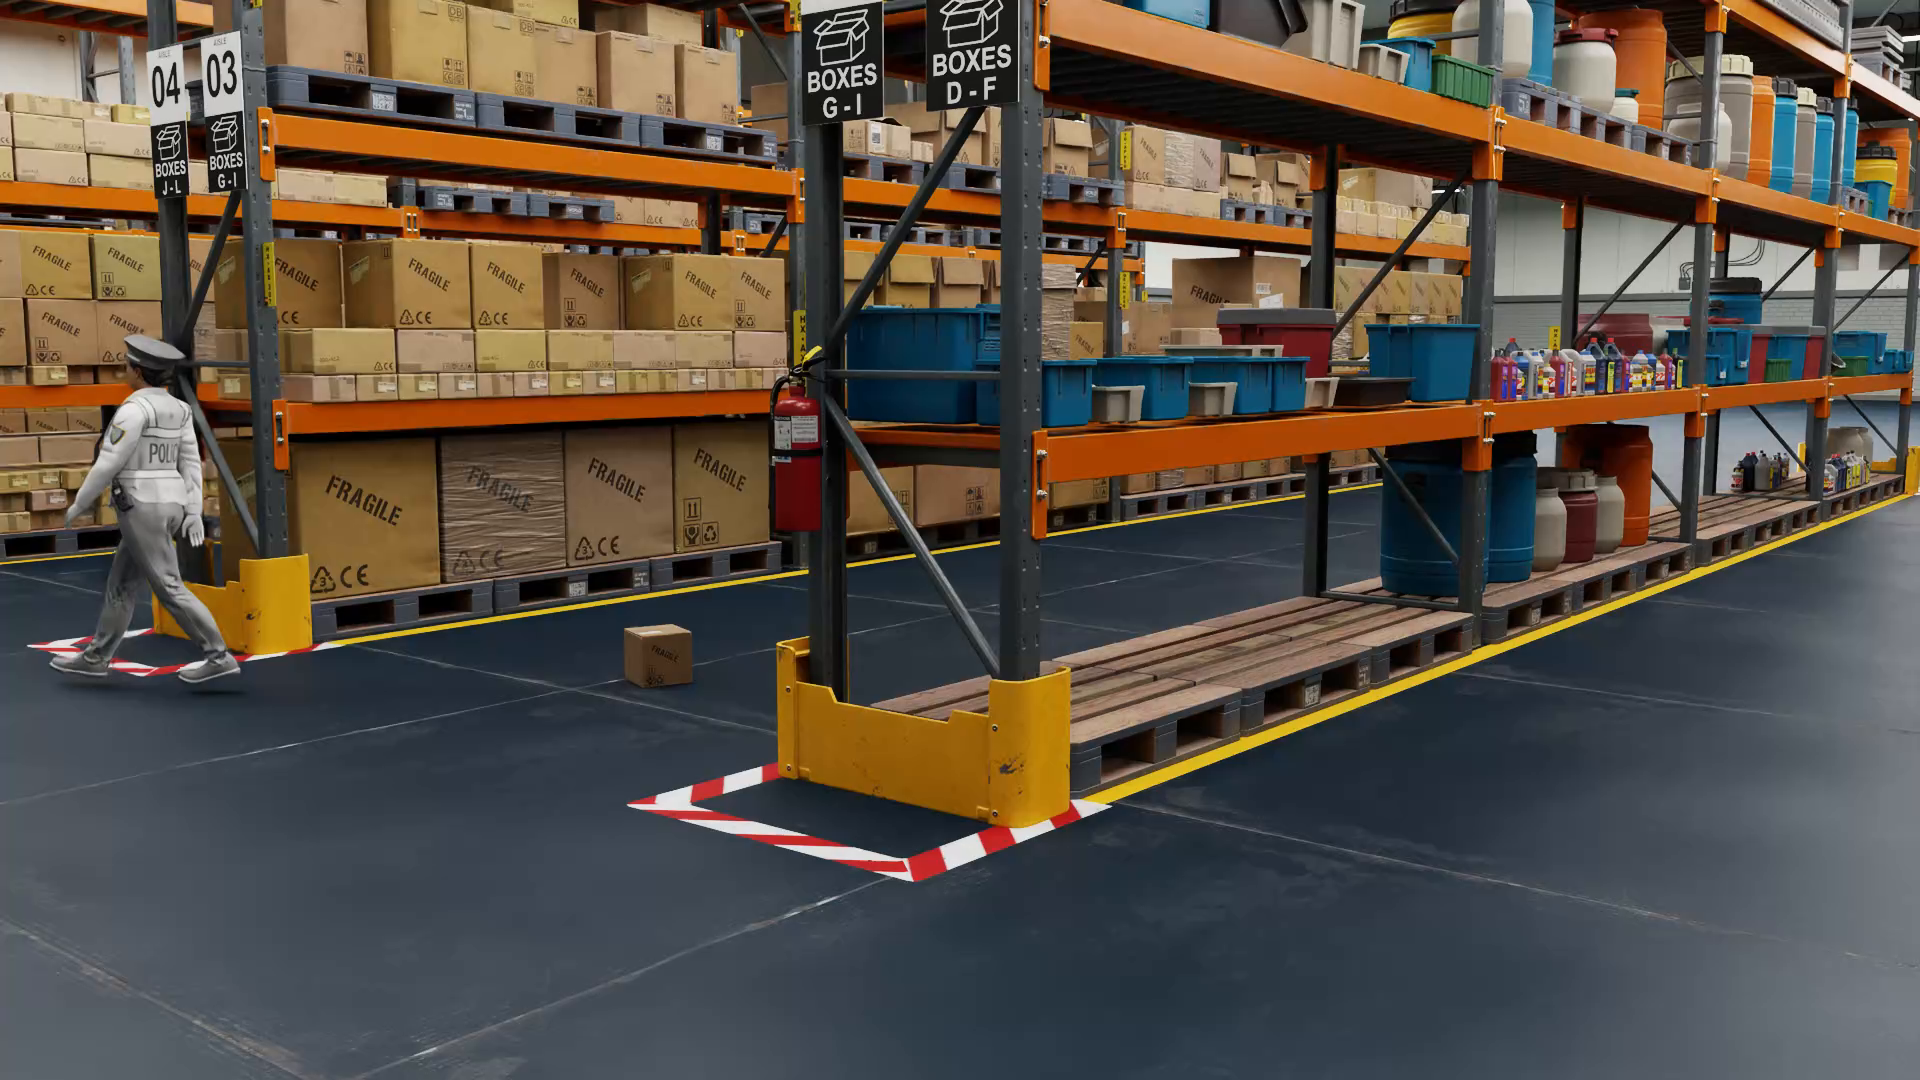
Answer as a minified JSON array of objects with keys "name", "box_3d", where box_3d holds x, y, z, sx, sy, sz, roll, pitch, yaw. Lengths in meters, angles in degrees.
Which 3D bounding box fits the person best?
[{"name":"person","box_3d":[-3.864,-0.145,7.768,0.982,1.628,0.486,0,7,3]}]
